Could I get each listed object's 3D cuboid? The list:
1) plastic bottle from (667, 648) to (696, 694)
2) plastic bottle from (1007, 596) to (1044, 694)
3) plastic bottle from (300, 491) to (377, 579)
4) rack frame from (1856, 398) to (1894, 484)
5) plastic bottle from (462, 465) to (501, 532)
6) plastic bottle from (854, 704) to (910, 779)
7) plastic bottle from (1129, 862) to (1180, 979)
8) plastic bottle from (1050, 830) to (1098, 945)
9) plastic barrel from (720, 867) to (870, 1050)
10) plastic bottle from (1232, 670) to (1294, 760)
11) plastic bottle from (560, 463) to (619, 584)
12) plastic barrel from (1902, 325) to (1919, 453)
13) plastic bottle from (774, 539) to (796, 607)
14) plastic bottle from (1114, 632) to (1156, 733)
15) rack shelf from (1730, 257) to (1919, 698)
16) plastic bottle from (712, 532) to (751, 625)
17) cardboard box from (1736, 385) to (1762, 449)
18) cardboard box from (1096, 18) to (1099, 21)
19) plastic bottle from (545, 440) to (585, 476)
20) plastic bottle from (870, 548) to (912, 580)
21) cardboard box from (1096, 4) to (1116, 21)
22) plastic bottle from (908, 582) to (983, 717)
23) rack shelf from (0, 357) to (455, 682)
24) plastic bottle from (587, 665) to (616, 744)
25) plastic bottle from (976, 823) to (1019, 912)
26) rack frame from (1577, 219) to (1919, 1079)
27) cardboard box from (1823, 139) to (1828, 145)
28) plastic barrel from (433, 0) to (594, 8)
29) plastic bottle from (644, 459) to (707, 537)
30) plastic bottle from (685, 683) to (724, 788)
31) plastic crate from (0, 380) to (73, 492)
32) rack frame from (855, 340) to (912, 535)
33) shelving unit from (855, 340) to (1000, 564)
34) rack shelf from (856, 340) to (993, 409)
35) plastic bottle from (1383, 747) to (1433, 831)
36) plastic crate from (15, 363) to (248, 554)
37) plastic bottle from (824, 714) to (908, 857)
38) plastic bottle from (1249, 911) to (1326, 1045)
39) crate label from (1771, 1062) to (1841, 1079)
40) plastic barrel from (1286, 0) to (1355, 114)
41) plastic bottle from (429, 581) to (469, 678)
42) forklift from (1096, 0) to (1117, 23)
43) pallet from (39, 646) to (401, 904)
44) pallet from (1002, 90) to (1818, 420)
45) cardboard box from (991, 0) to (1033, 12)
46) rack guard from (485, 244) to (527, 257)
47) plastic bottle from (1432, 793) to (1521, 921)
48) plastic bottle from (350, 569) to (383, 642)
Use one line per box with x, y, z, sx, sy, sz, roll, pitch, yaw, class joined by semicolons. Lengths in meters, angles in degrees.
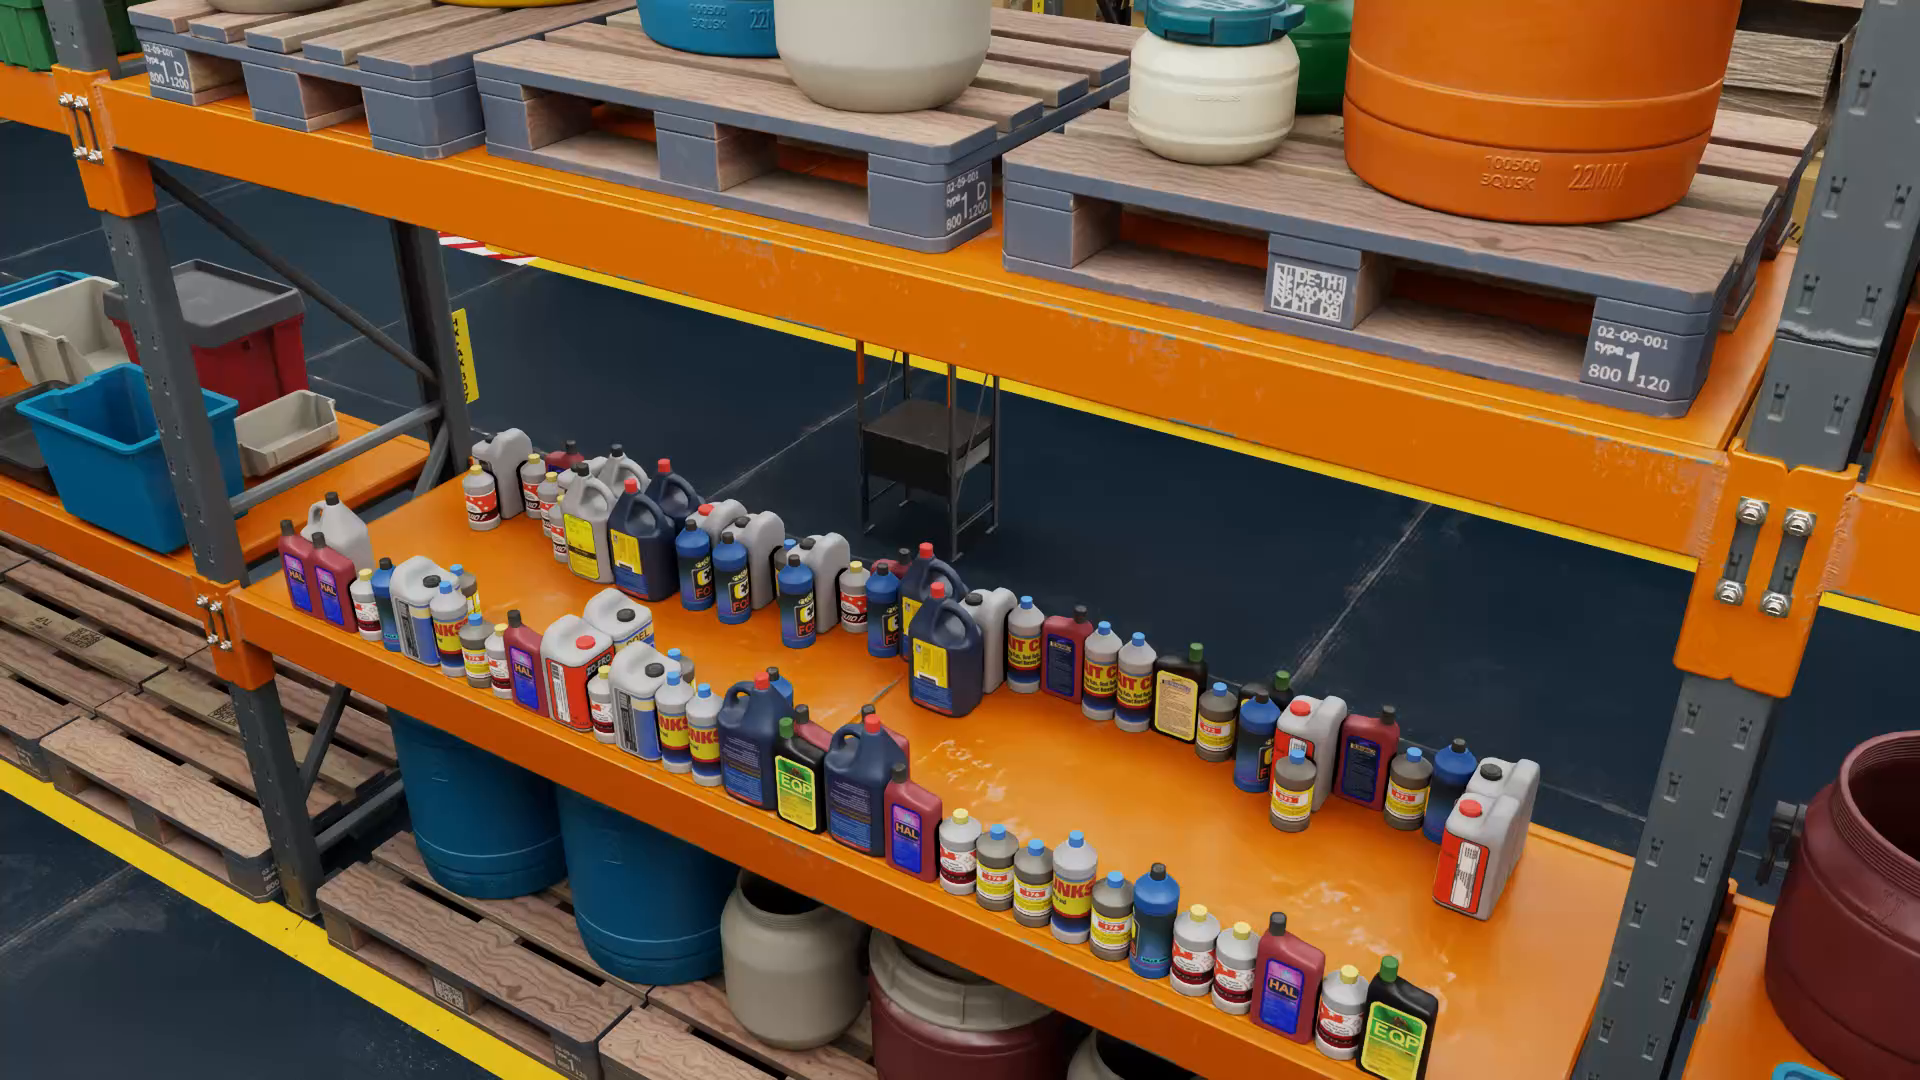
-0.736;0.375;4.327;0.097;0.201;0.097;0;30;0;plastic bottle
0.175;0.272;4.435;0.097;0.271;0.097;0;30;0;plastic bottle
-1.796;0.015;4.796;0.185;0.351;0.144;18;35;27;plastic bottle
4.065;-1.292;6.987;0.127;3.000;1.000;18;35;27;rack frame
-1.501;-0.138;5.206;0.097;0.201;0.097;0;30;0;plastic bottle
-0.186;0.529;3.982;0.133;0.283;0.061;18;35;27;plastic bottle
0.414;0.799;3.532;0.097;0.271;0.097;0;30;0;plastic bottle
0.249;0.747;3.621;0.097;0.271;0.097;0;30;0;plastic bottle
-0.474;1.176;4.810;0.421;0.512;0.421;0;30;0;plastic barrel
0.756;0.439;4.136;0.133;0.283;0.061;18;35;27;plastic bottle
-1.081;-0.060;4.925;0.185;0.351;0.144;18;35;27;plastic bottle
1.532;-0.308;2.213;0.421;0.512;0.421;0;30;0;plastic barrel
-0.487;0.093;4.812;0.097;0.201;0.097;0;30;0;plastic bottle
0.453;0.360;4.284;0.097;0.271;0.097;0;30;0;plastic bottle
3.125;0.373;1.871;4.000;0.370;1.077;18;35;27;rack shelf
-0.651;0.101;4.728;0.097;0.271;0.097;0;30;0;plastic bottle
3.491;-0.749;7.749;0.875;0.875;1.225;16;34;25;cardboard box
0.971;-4.270;13.915;0.250;0.149;0.380;16;34;25;cardboard box
-1.231;-0.189;5.213;0.133;0.283;0.061;18;35;27;plastic bottle
-0.184;0.142;4.645;0.133;0.283;0.061;18;35;27;plastic bottle
1.249;-4.495;14.299;0.250;0.149;0.380;16;34;25;cardboard box
-0.038;0.275;4.351;0.185;0.351;0.144;18;35;27;plastic bottle
-3.650;-0.474;6.300;4.000;0.370;1.077;18;35;27;rack shelf
-0.899;0.414;4.261;0.097;0.201;0.097;0;30;0;plastic bottle
0.084;0.725;3.728;0.097;0.201;0.097;0;30;0;plastic bottle
1.431;0.822;3.364;0.127;3.000;1.000;18;35;27;rack frame
3.798;-1.581;7.384;0.500;0.500;0.500;19;35;29;cardboard box
-1.076;-1.650;4.021;0.600;0.588;0.600;0;30;0;plastic barrel
-0.847;-0.072;4.945;0.185;0.351;0.144;18;35;27;plastic bottle
-0.620;0.472;4.092;0.097;0.271;0.097;0;30;0;plastic bottle
-3.047;-0.342;5.572;0.590;0.125;0.437;18;35;27;plastic crate
-0.347;-1.017;7.409;0.015;2.100;0.400;18;35;27;rack frame
-0.140;-0.951;7.297;0.503;2.100;0.431;18;35;27;shelving unit
-0.140;-0.940;7.304;0.480;0.518;0.431;18;35;27;rack shelf
1.071;0.585;3.967;0.097;0.201;0.097;0;30;0;plastic bottle
-2.533;-0.248;5.154;0.575;0.384;0.392;18;35;27;plastic crate
-0.219;0.551;3.878;0.185;0.351;0.144;18;35;27;plastic bottle
0.667;0.885;3.373;0.133;0.283;0.061;18;35;27;plastic bottle
1.589;1.167;2.938;0.416;0.233;0.303;18;35;27;crate label
0.656;-0.970;3.196;0.294;0.245;0.294;0;30;0;plastic barrel
-1.373;0.234;4.500;0.097;0.271;0.097;0;30;0;plastic bottle
0.556;-3.785;11.329;3.031;2.935;1.130;17;34;27;forklift
-2.600;0.775;6.213;1.213;0.211;1.003;18;35;27;pallet
0.836;-0.638;3.078;1.213;0.211;1.003;18;35;27;pallet
0.145;-2.760;8.613;0.500;0.500;0.500;19;35;29;cardboard box
-2.732;-2.362;11.302;0.348;0.500;1.175;18;35;27;rack guard
1.156;0.687;3.719;0.135;0.276;0.152;18;35;27;plastic bottle
-1.652;0.176;4.669;0.097;0.201;0.097;0;30;0;plastic bottle
